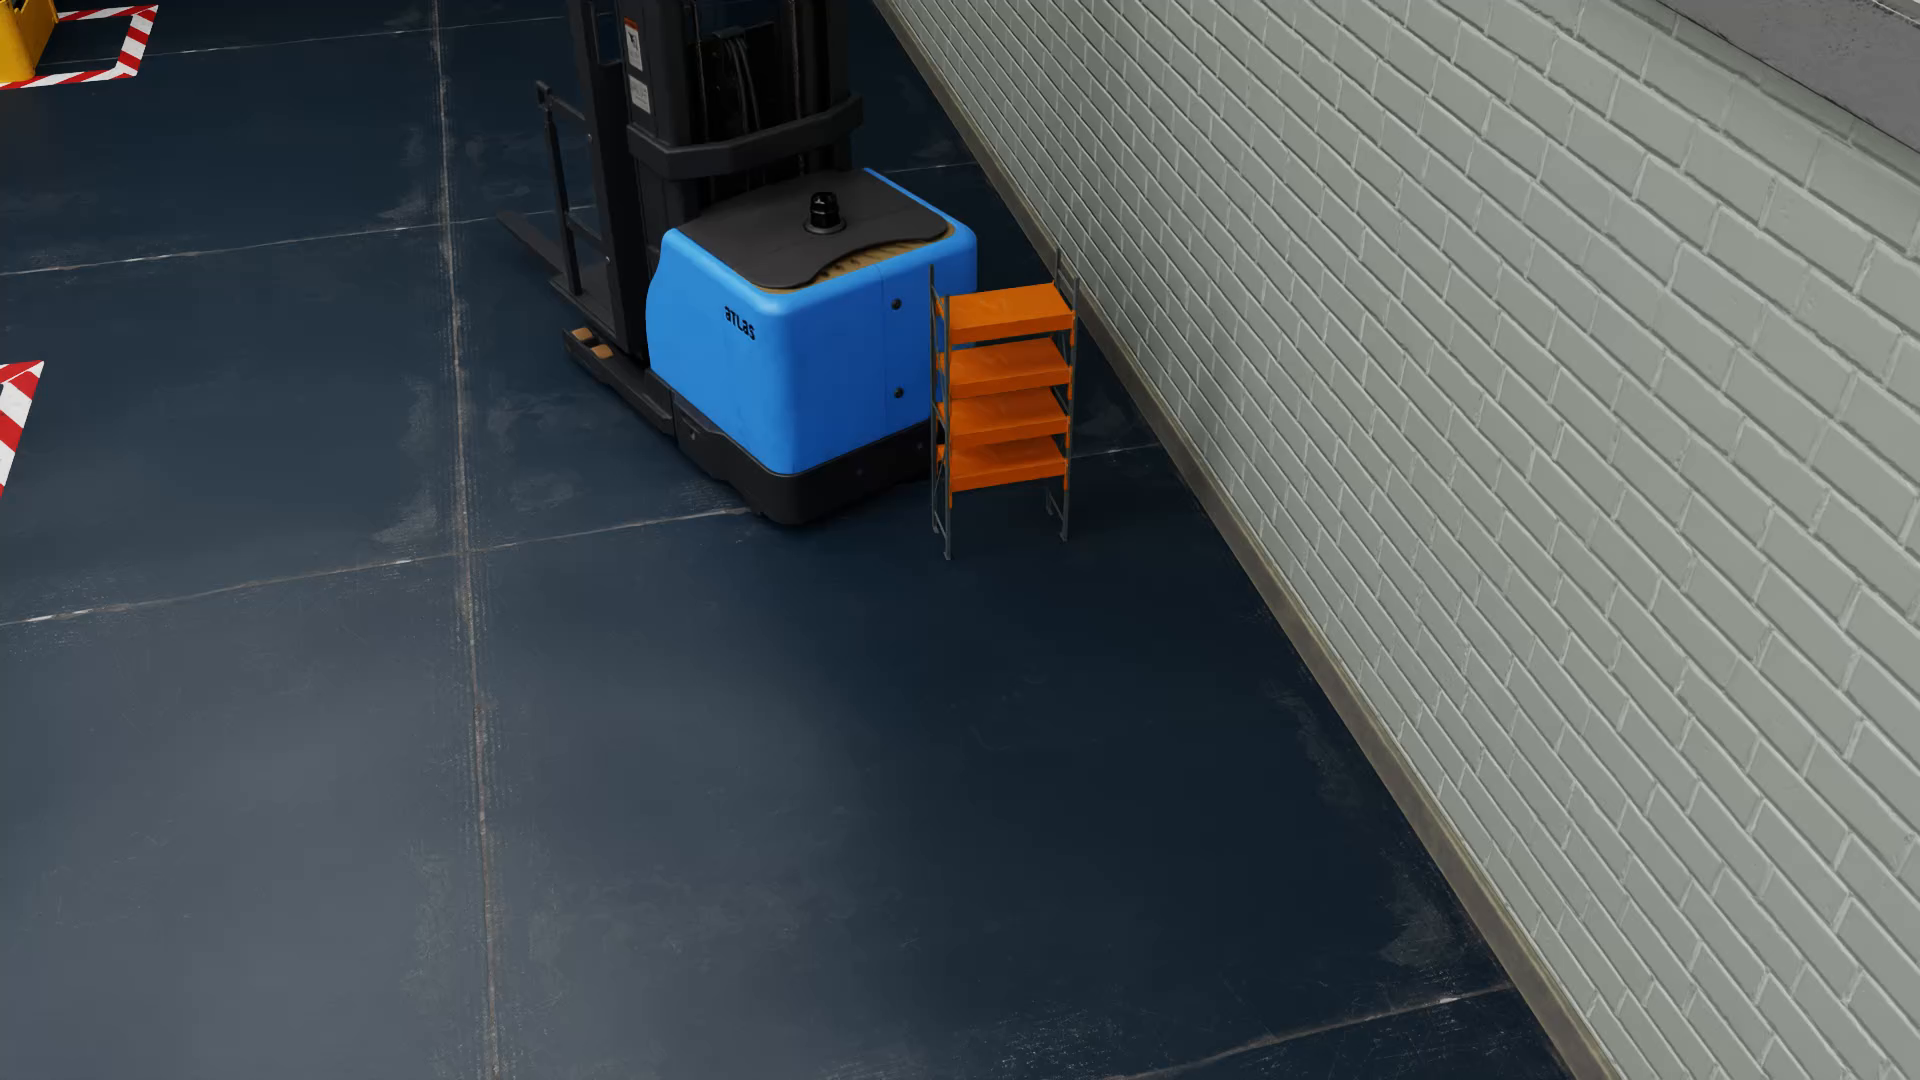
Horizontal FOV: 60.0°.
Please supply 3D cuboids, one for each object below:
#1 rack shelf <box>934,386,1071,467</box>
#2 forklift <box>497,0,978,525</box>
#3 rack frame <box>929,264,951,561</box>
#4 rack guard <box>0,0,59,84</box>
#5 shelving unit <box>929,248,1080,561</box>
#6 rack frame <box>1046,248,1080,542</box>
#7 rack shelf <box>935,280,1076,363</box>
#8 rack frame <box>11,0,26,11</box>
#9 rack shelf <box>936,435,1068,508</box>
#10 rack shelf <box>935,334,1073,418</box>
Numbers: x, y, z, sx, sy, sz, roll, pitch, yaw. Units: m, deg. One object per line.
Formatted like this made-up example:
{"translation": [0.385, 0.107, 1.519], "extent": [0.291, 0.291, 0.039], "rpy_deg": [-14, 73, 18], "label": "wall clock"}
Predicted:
{"translation": [0.160, -0.449, 6.461], "extent": [0.480, 0.148, 0.258], "rpy_deg": [-9, 38, -12], "label": "rack shelf"}
{"translation": [-1.209, -2.066, 7.038], "extent": [1.130, 2.935, 3.031], "rpy_deg": [-25, 44, -29], "label": "forklift"}
{"translation": [-0.076, -0.464, 6.369], "extent": [0.015, 1.200, 0.240], "rpy_deg": [-9, 38, -12], "label": "rack frame"}
{"translation": [-6.213, -3.435, 10.828], "extent": [0.348, 0.500, 1.175], "rpy_deg": [-9, 38, -12], "label": "rack guard"}
{"translation": [0.160, -0.503, 6.420], "extent": [0.503, 1.200, 0.258], "rpy_deg": [-9, 38, -12], "label": "shelving unit"}
{"translation": [0.395, -0.541, 6.470], "extent": [0.015, 1.200, 0.240], "rpy_deg": [-9, 38, -12], "label": "rack frame"}
{"translation": [0.160, -0.815, 6.181], "extent": [0.480, 0.148, 0.258], "rpy_deg": [-9, 38, -12], "label": "rack shelf"}
{"translation": [-6.237, -4.424, 10.064], "extent": [0.127, 3.000, 1.000], "rpy_deg": [-9, 38, -12], "label": "rack frame"}
{"translation": [0.160, -0.292, 6.581], "extent": [0.480, 0.148, 0.258], "rpy_deg": [-9, 38, -12], "label": "rack shelf"}
{"translation": [0.160, -0.627, 6.325], "extent": [0.480, 0.148, 0.258], "rpy_deg": [-9, 38, -12], "label": "rack shelf"}
